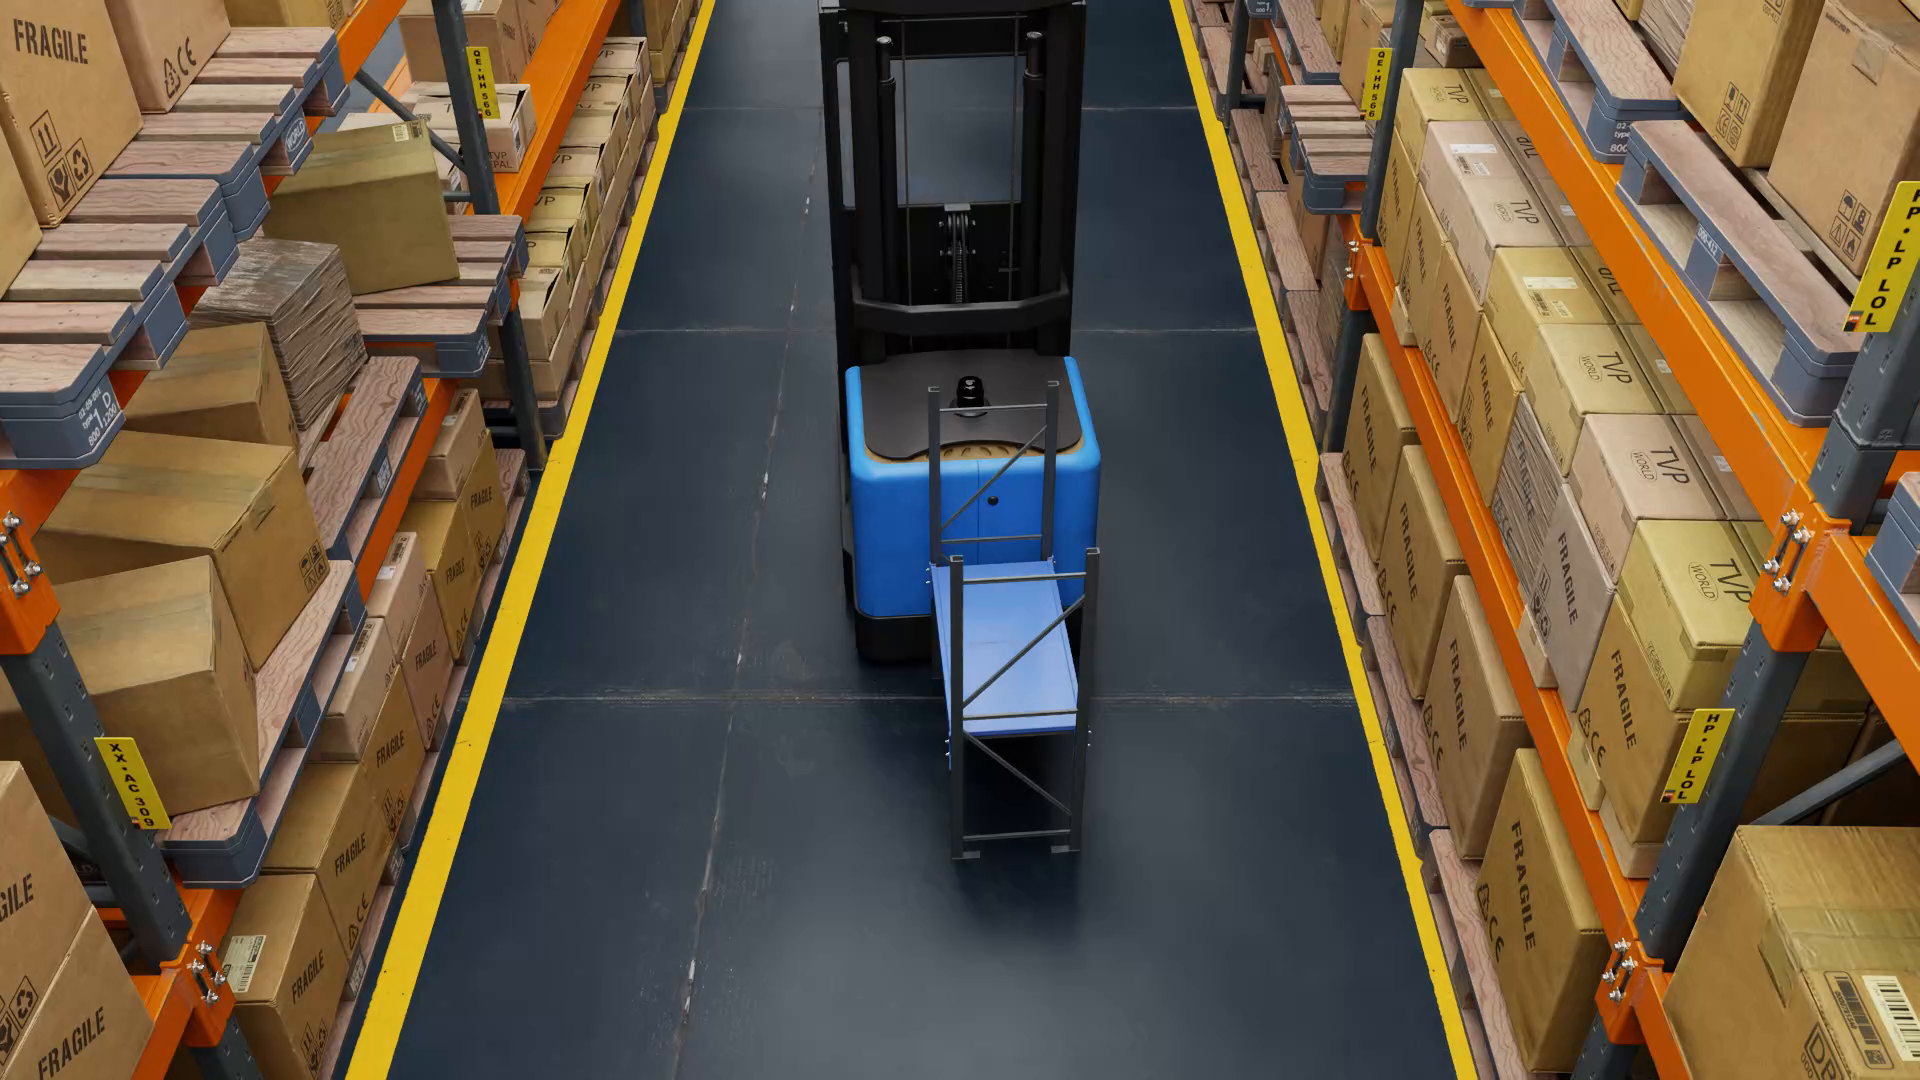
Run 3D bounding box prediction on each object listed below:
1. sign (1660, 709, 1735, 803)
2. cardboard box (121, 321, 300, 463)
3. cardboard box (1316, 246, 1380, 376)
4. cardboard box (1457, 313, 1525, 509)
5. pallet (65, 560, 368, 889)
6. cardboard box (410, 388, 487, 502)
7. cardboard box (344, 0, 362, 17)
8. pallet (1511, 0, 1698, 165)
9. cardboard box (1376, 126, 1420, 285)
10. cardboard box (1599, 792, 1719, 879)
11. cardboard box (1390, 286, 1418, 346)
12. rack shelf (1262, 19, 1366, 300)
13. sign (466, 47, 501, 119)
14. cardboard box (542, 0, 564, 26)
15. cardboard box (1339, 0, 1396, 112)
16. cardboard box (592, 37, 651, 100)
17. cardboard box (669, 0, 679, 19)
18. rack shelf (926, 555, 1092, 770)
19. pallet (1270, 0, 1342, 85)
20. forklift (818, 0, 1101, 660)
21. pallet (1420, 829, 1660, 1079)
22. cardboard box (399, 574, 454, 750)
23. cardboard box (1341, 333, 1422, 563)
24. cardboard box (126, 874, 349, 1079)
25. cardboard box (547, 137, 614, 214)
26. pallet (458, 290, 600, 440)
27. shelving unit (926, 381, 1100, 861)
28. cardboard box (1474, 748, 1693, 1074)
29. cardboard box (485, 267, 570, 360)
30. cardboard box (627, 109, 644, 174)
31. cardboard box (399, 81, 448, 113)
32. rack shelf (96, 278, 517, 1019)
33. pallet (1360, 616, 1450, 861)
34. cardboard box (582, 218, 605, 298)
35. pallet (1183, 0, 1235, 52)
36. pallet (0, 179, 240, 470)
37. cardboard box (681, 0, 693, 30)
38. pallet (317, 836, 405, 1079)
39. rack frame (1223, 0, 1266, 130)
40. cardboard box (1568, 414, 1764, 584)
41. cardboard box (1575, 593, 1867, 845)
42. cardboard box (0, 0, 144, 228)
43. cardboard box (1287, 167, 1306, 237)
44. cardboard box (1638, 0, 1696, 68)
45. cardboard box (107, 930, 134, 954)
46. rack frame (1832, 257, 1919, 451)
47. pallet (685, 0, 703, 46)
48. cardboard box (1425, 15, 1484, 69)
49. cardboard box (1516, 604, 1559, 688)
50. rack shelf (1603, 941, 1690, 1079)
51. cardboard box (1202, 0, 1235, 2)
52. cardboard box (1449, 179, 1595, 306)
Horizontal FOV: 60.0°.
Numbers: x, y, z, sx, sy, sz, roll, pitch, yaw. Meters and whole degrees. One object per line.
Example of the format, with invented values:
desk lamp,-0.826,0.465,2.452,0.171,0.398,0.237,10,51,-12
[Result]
sign,1.807,0.532,4.071,0.100,0.325,0.005,0,39,0
cardboard box,-2.668,-0.356,5.625,0.700,0.500,0.500,-9,40,-11
cardboard box,2.292,-1.202,8.743,0.700,0.500,0.500,0,39,1
cardboard box,2.088,-0.451,5.825,0.500,0.500,0.500,1,39,1
pallet,-2.496,0.527,5.092,1.003,0.211,1.213,0,39,0
cardboard box,-2.369,-0.418,7.166,0.500,0.250,0.500,1,39,2
cardboard box,-2.574,-2.167,5.822,0.910,0.500,0.500,0,39,0
pallet,2.403,-1.550,5.283,1.003,0.211,1.213,2,39,2
cardboard box,2.089,-1.414,7.028,0.500,0.500,0.500,1,39,1
cardboard box,2.066,0.825,4.752,0.380,0.149,0.250,0,39,0
cardboard box,2.021,-0.935,6.949,0.380,0.149,0.250,1,39,1
rack shelf,2.342,-2.525,9.323,1.077,0.370,4.000,0,39,0
sign,-2.066,-1.976,7.201,0.100,0.325,0.005,0,39,0
cardboard box,-2.629,-3.280,9.610,0.500,0.500,0.500,3,39,3
cardboard box,2.306,-2.409,8.171,0.700,0.500,0.500,-3,39,-4
cardboard box,-2.327,-3.107,10.889,0.500,0.311,0.500,0,39,0
cardboard box,-2.310,-4.037,11.898,0.500,0.500,0.500,0,39,0
rack shelf,0.173,0.457,6.513,0.538,0.185,1.000,-3,39,-4
pallet,2.301,-2.718,9.142,1.003,0.211,1.213,0,39,0
forklift,-0.053,-1.532,7.563,1.130,2.935,3.031,-3,39,-4
pallet,2.273,1.552,5.890,1.003,0.211,1.213,0,39,0
cardboard box,-2.366,0.491,6.631,0.500,0.500,0.500,-1,39,-2
cardboard box,2.214,-0.420,7.504,0.750,0.750,0.750,-1,39,-1
cardboard box,-2.361,1.453,5.431,0.500,0.500,0.500,-2,39,-2
cardboard box,-2.325,-2.156,9.701,0.500,0.311,0.500,0,39,-1
pallet,-2.571,-0.976,9.045,1.003,0.211,1.213,0,39,0
shelving unit,0.173,0.317,6.400,0.538,1.500,1.048,-3,39,-4
cardboard box,2.218,1.215,5.464,0.750,0.750,0.750,0,39,0
cardboard box,-2.316,-1.187,8.492,0.500,0.311,0.500,1,39,1
cardboard box,-2.325,-2.566,10.662,0.500,0.250,0.500,-1,39,-1
cardboard box,-2.667,-2.249,8.604,0.380,0.149,0.250,3,39,3
rack shelf,-2.607,-0.018,6.194,1.077,0.370,4.000,0,39,0
pallet,2.269,0.787,6.845,1.003,0.211,1.213,0,39,0
cardboard box,-2.324,-1.607,9.466,0.500,0.250,0.500,-1,39,-1
pallet,2.300,-4.153,13.009,1.003,0.211,1.213,0,39,0
pallet,-2.535,-0.553,4.038,1.213,0.211,1.003,0,39,0
cardboard box,-2.302,-4.057,12.523,0.500,0.250,0.500,0,39,0
pallet,-2.643,1.532,5.915,1.003,0.211,1.213,0,39,0
rack frame,2.340,-4.057,10.659,1.000,3.000,0.127,0,39,0
cardboard box,2.102,-0.121,4.814,0.500,0.250,0.500,1,39,1
cardboard box,2.097,0.495,4.646,0.500,0.500,0.500,-1,39,-1
cardboard box,-2.555,-1.193,4.192,0.600,0.600,0.600,0,39,-1
cardboard box,2.368,-2.150,9.927,0.700,0.500,0.500,0,39,0
cardboard box,2.456,-1.647,4.821,0.700,0.500,0.500,0,39,0
cardboard box,-2.892,1.448,5.438,0.500,0.500,0.500,0,39,0
rack frame,2.349,-1.395,2.540,1.000,3.000,0.127,0,39,0
pallet,-2.577,-4.225,13.098,1.003,0.211,1.213,0,39,0
cardboard box,2.314,-2.235,7.435,0.380,0.149,0.250,-5,39,-6
cardboard box,2.027,0.340,5.357,0.380,0.149,0.250,0,39,0
rack shelf,2.351,2.478,3.080,1.077,0.370,4.000,0,39,0
cardboard box,2.198,-4.506,12.867,0.700,0.500,0.500,-2,39,-3
cardboard box,2.093,-1.078,6.008,0.500,0.250,0.500,0,39,0
